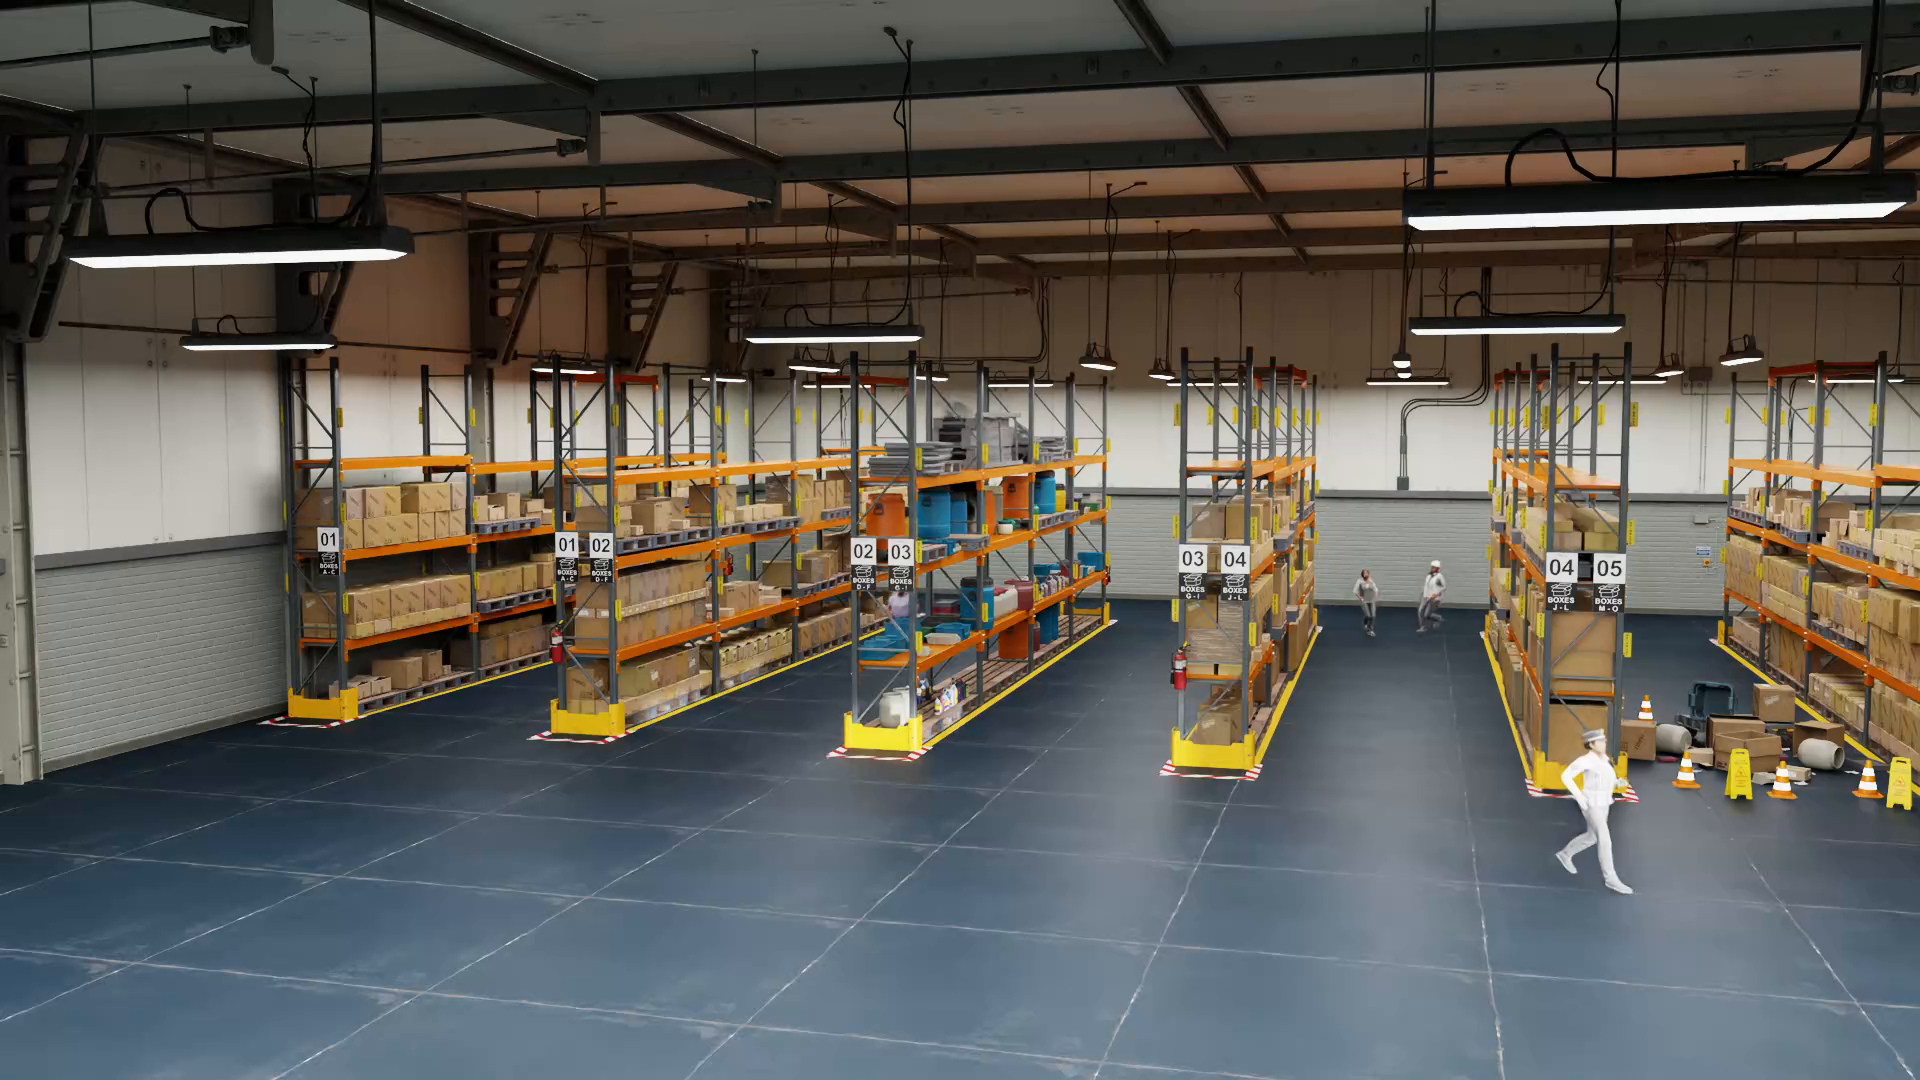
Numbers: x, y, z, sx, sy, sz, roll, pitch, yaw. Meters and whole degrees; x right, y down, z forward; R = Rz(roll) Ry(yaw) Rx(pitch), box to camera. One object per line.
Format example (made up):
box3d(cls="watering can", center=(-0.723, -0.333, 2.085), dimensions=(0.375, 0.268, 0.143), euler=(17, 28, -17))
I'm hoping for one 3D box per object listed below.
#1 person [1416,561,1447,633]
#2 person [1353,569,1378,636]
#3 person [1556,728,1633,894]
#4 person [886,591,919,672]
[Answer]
box3d(cls="person", center=(10.992, 1.327, 38.560), dimensions=(0.611, 1.701, 0.701), euler=(-2, 5, -26))
box3d(cls="person", center=(9.338, 1.437, 38.219), dimensions=(0.558, 1.551, 0.579), euler=(0, 4, -6))
box3d(cls="person", center=(6.760, 2.832, 17.710), dimensions=(0.608, 1.683, 0.939), euler=(-3, 5, -40))
box3d(cls="person", center=(-1.101, 1.614, 31.199), dimensions=(0.607, 1.638, 0.779), euler=(1, 4, 8))
